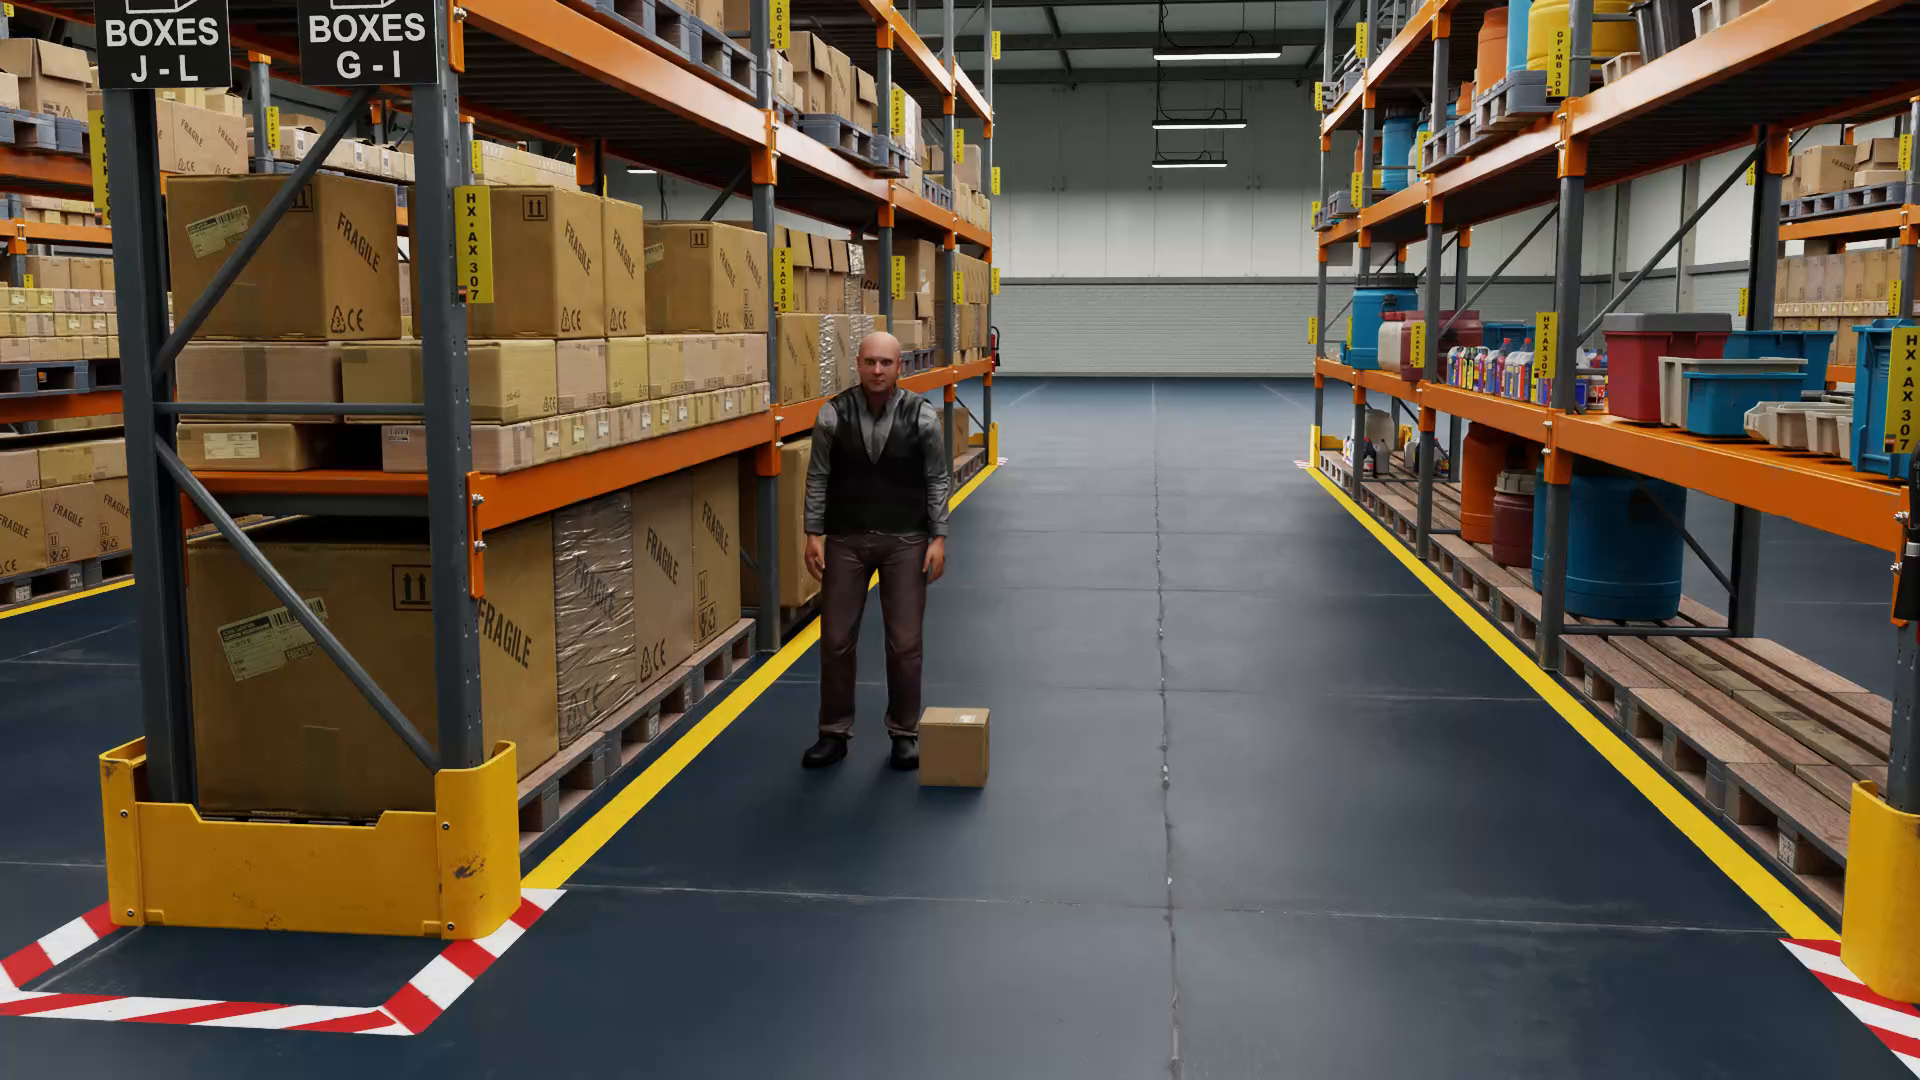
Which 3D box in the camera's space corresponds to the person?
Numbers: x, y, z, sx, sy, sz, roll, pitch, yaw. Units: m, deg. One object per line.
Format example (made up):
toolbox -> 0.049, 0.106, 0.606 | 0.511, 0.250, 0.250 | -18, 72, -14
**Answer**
person -> -0.334, 0.031, 6.655 | 0.585, 1.720, 0.419 | 0, 8, 3
